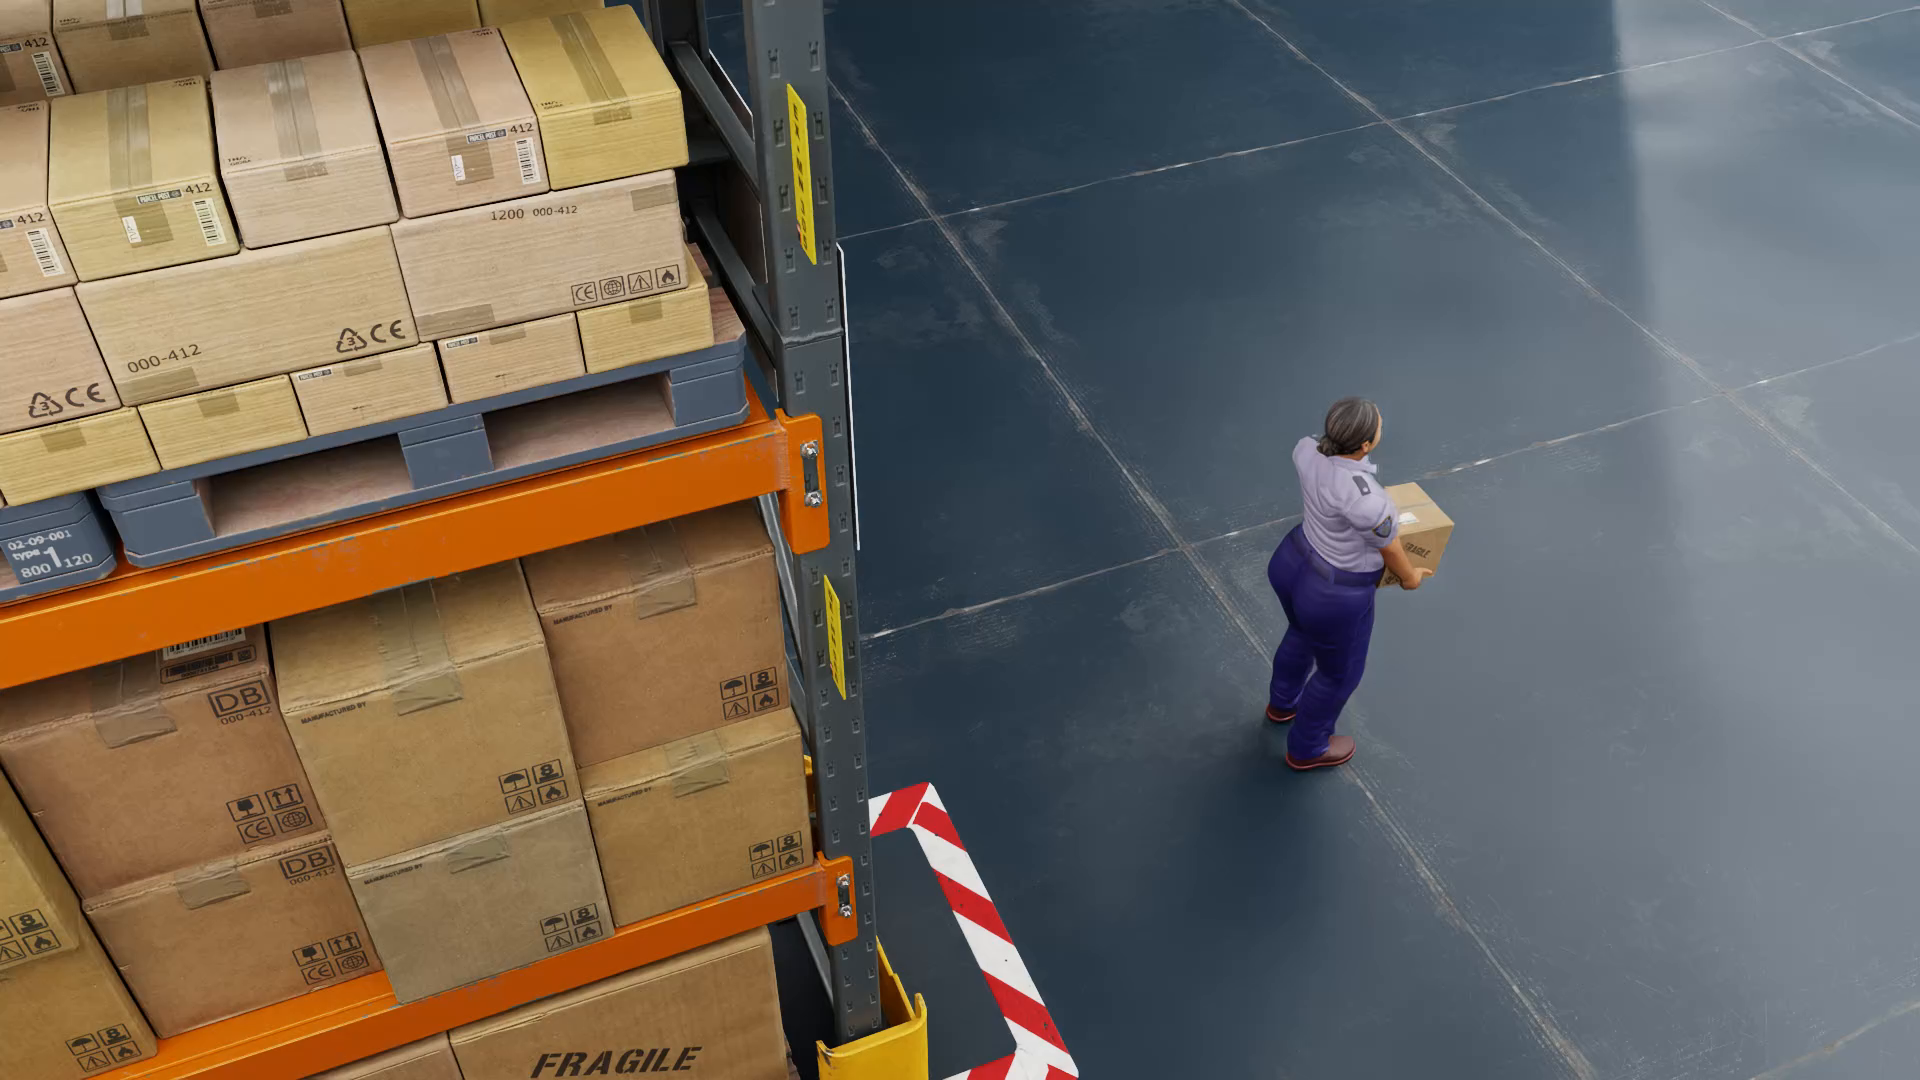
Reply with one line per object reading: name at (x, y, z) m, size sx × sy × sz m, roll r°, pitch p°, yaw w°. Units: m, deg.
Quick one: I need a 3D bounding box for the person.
person at (1.396, 0.131, 6.033) m, size 0.528 × 1.647 × 0.435 m, roll -16°, pitch 44°, yaw -17°
